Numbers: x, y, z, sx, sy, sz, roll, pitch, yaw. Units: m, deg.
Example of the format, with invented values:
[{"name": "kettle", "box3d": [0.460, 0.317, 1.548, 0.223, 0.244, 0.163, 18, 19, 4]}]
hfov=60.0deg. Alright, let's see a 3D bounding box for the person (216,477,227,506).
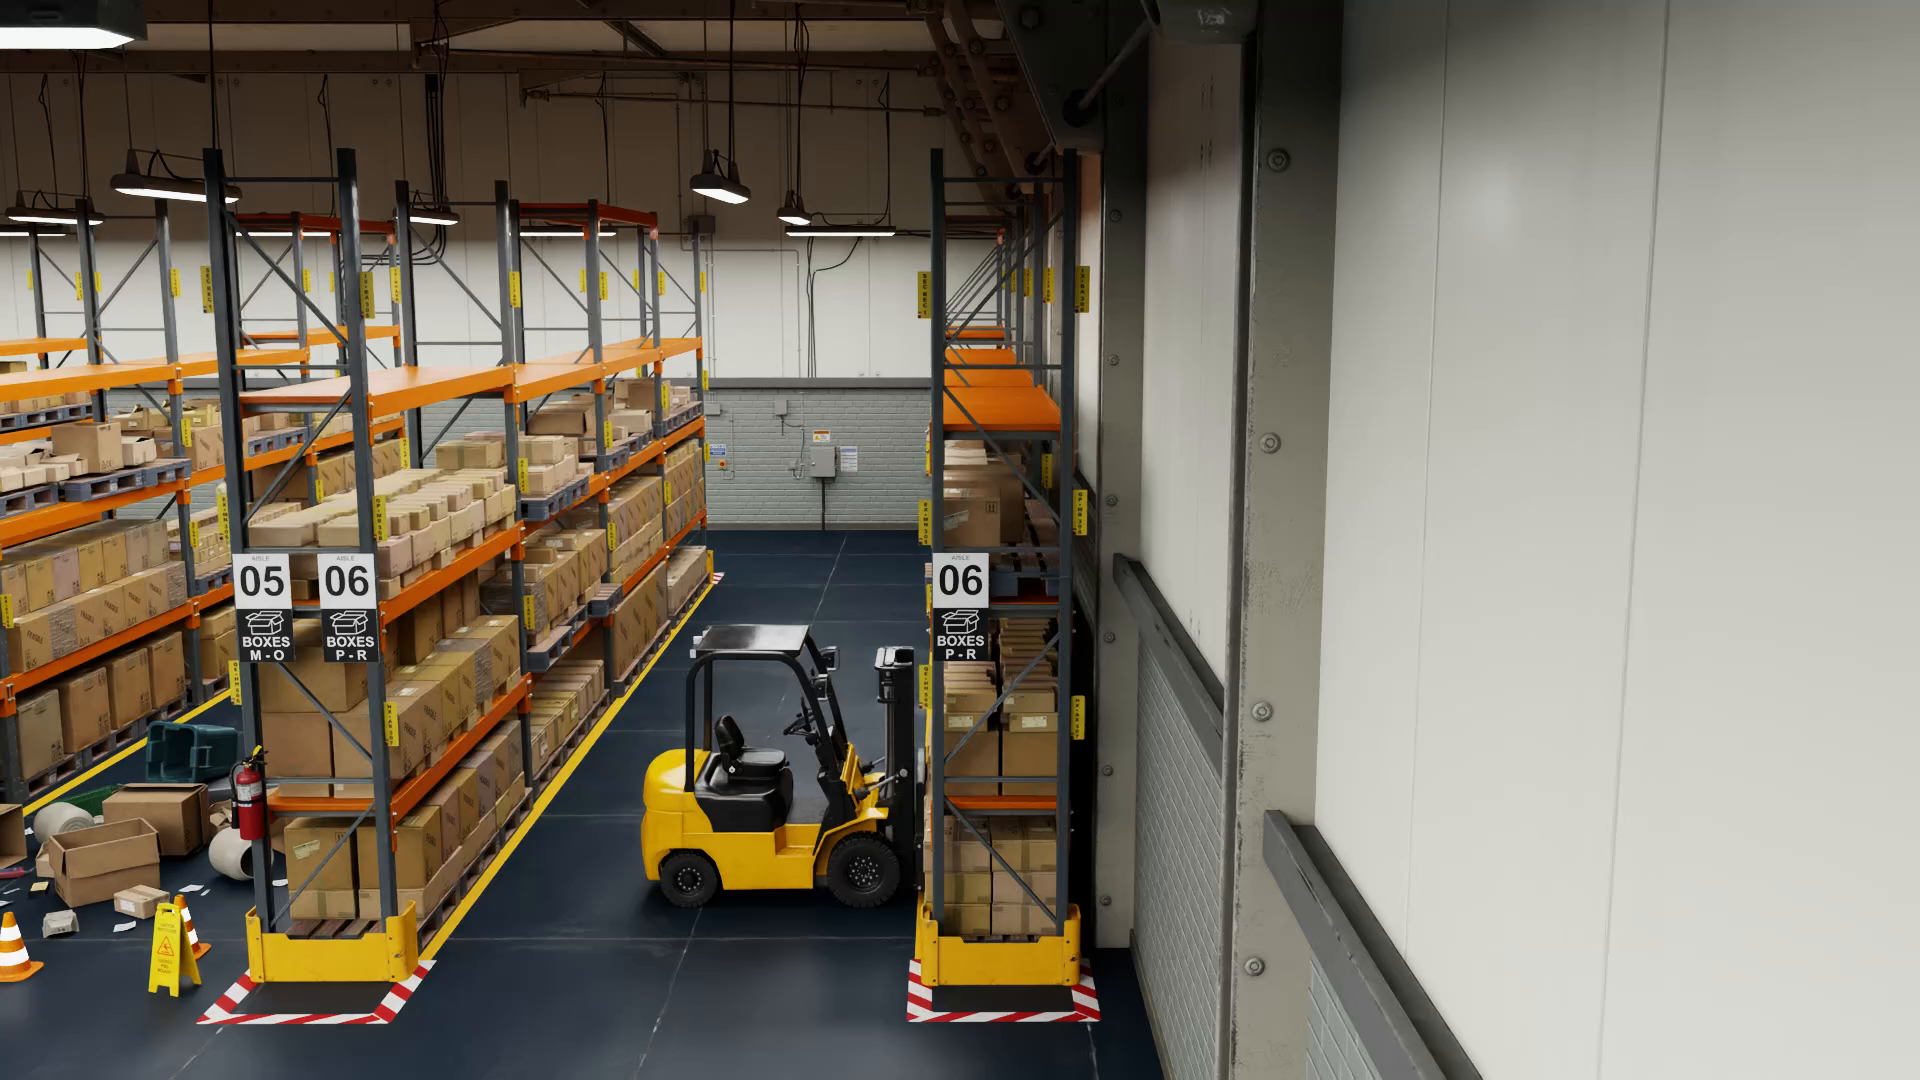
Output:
[{"name": "person", "box3d": [-13.270, -0.484, 30.273, 0.419, 1.627, 0.840, -1, 9, -3]}]
